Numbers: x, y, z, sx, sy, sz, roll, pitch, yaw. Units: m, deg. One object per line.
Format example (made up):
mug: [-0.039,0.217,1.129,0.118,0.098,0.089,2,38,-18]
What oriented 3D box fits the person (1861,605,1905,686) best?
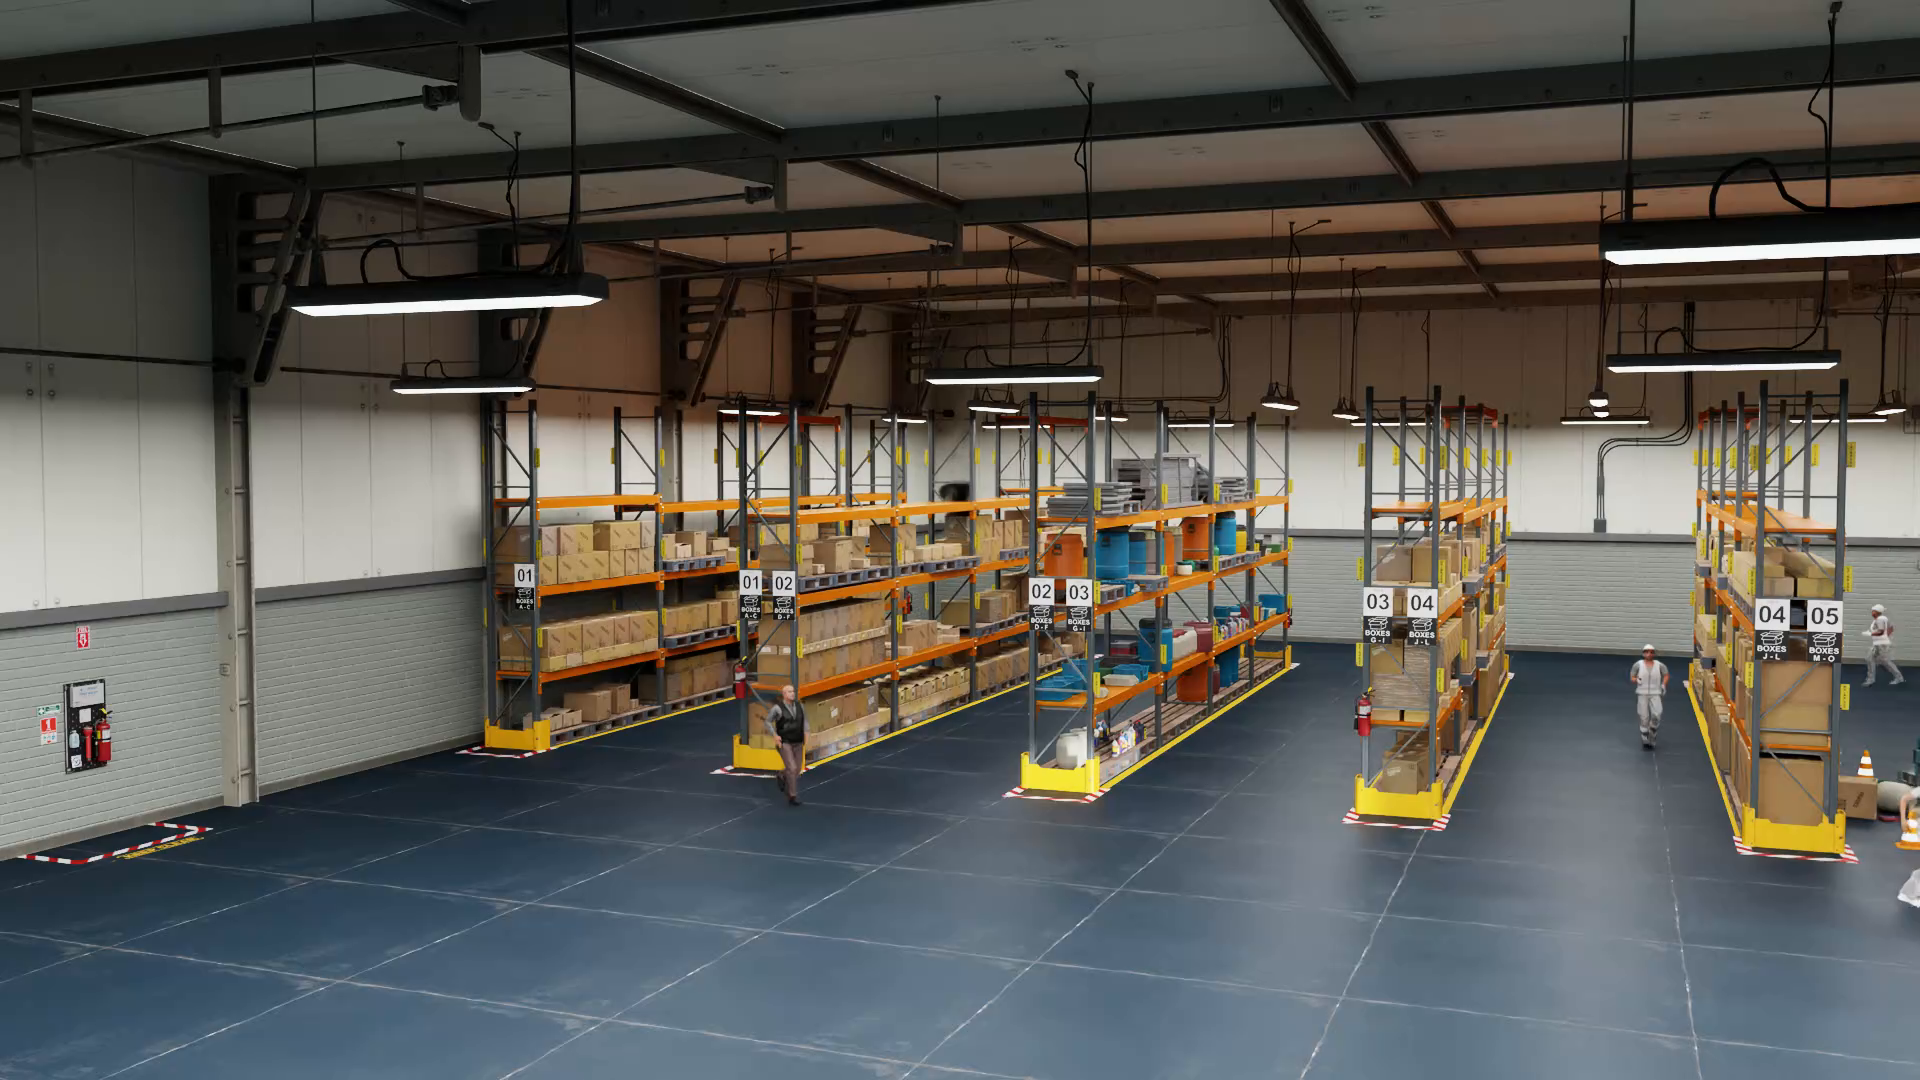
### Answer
person: [20.138,2.326,36.266,0.853,1.822,0.649,1,3,26]

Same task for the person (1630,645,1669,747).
person: [11.900,2.698,28.692,0.636,1.772,0.626,1,3,20]

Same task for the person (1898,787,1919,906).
person: [10.719,3.266,18.292,0.598,1.616,0.742,-1,3,-23]

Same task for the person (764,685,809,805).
person: [-2.512,2.958,24.220,0.686,1.698,0.816,-2,3,-36]
